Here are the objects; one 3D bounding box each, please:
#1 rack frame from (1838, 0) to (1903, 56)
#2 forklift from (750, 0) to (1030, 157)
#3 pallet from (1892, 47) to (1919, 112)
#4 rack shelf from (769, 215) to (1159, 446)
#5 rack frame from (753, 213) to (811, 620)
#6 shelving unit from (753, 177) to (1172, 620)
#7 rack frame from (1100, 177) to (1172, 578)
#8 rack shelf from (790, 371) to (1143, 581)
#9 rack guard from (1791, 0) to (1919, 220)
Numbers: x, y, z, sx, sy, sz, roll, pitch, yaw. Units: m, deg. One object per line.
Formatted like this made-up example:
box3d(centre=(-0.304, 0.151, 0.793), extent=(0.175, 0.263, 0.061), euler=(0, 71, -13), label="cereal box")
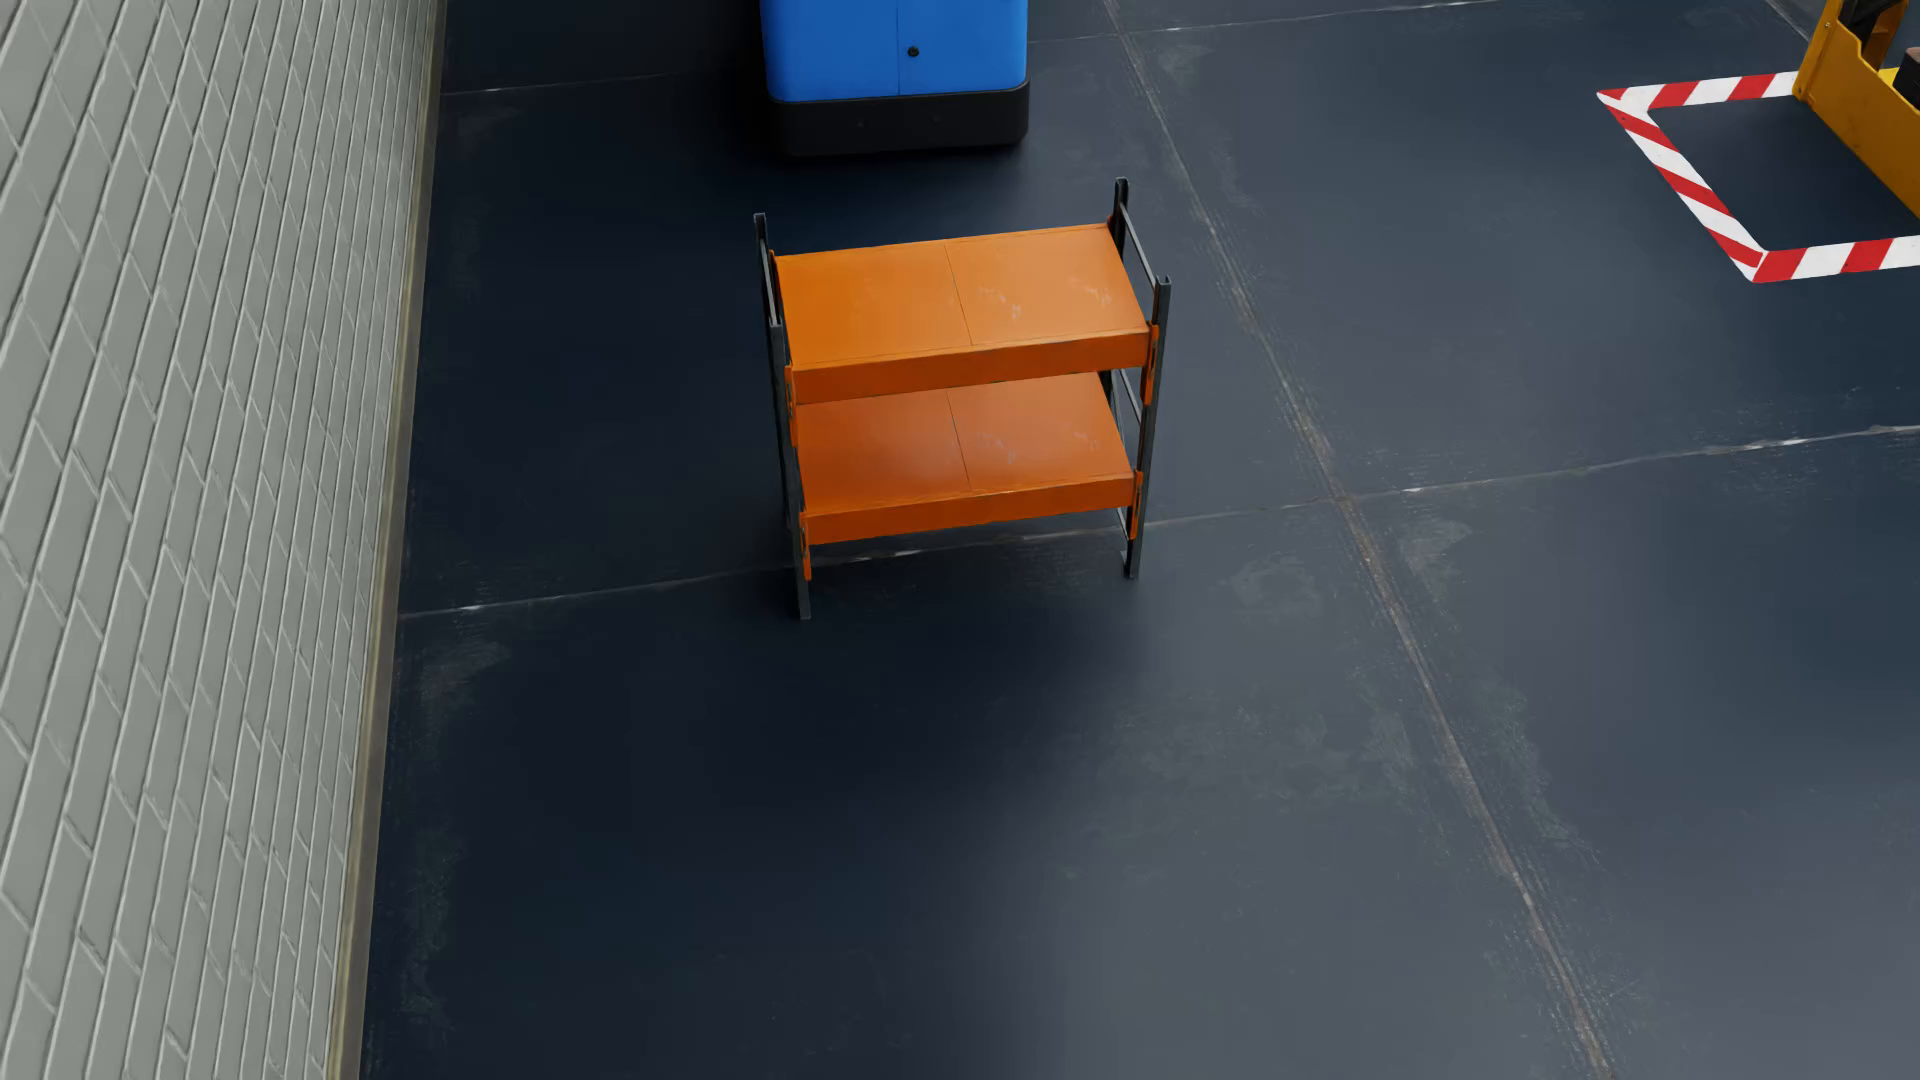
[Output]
box3d(centre=(3.730, -2.581, 5.654), extent=(0.127, 3.000, 1.000), euler=(-7, 46, -7), label="rack frame")
box3d(centre=(-0.403, -3.609, 6.692), extent=(1.130, 2.935, 3.031), euler=(-5, 46, -4), label="forklift")
box3d(centre=(4.611, -1.697, 6.739), extent=(1.213, 0.211, 1.003), euler=(-7, 46, -7), label="pallet")
box3d(centre=(-0.007, -0.593, 4.633), extent=(1.000, 0.278, 0.538), euler=(-7, 46, -7), label="rack shelf")
box3d(centre=(-0.508, -0.327, 4.784), extent=(0.032, 1.125, 0.500), euler=(-7, 46, -7), label="rack frame")
box3d(centre=(-0.007, -0.389, 4.844), extent=(1.048, 1.125, 0.538), euler=(-7, 46, -7), label="shelving unit")
box3d(centre=(0.494, -0.452, 4.904), extent=(0.032, 1.125, 0.500), euler=(-7, 46, -7), label="rack frame")
box3d(centre=(-0.007, -0.220, 5.020), extent=(1.000, 0.278, 0.538), euler=(-7, 46, -7), label="rack shelf")
box3d(centre=(3.805, -1.723, 6.563), extent=(0.348, 0.500, 1.175), euler=(-7, 46, -7), label="rack guard")
